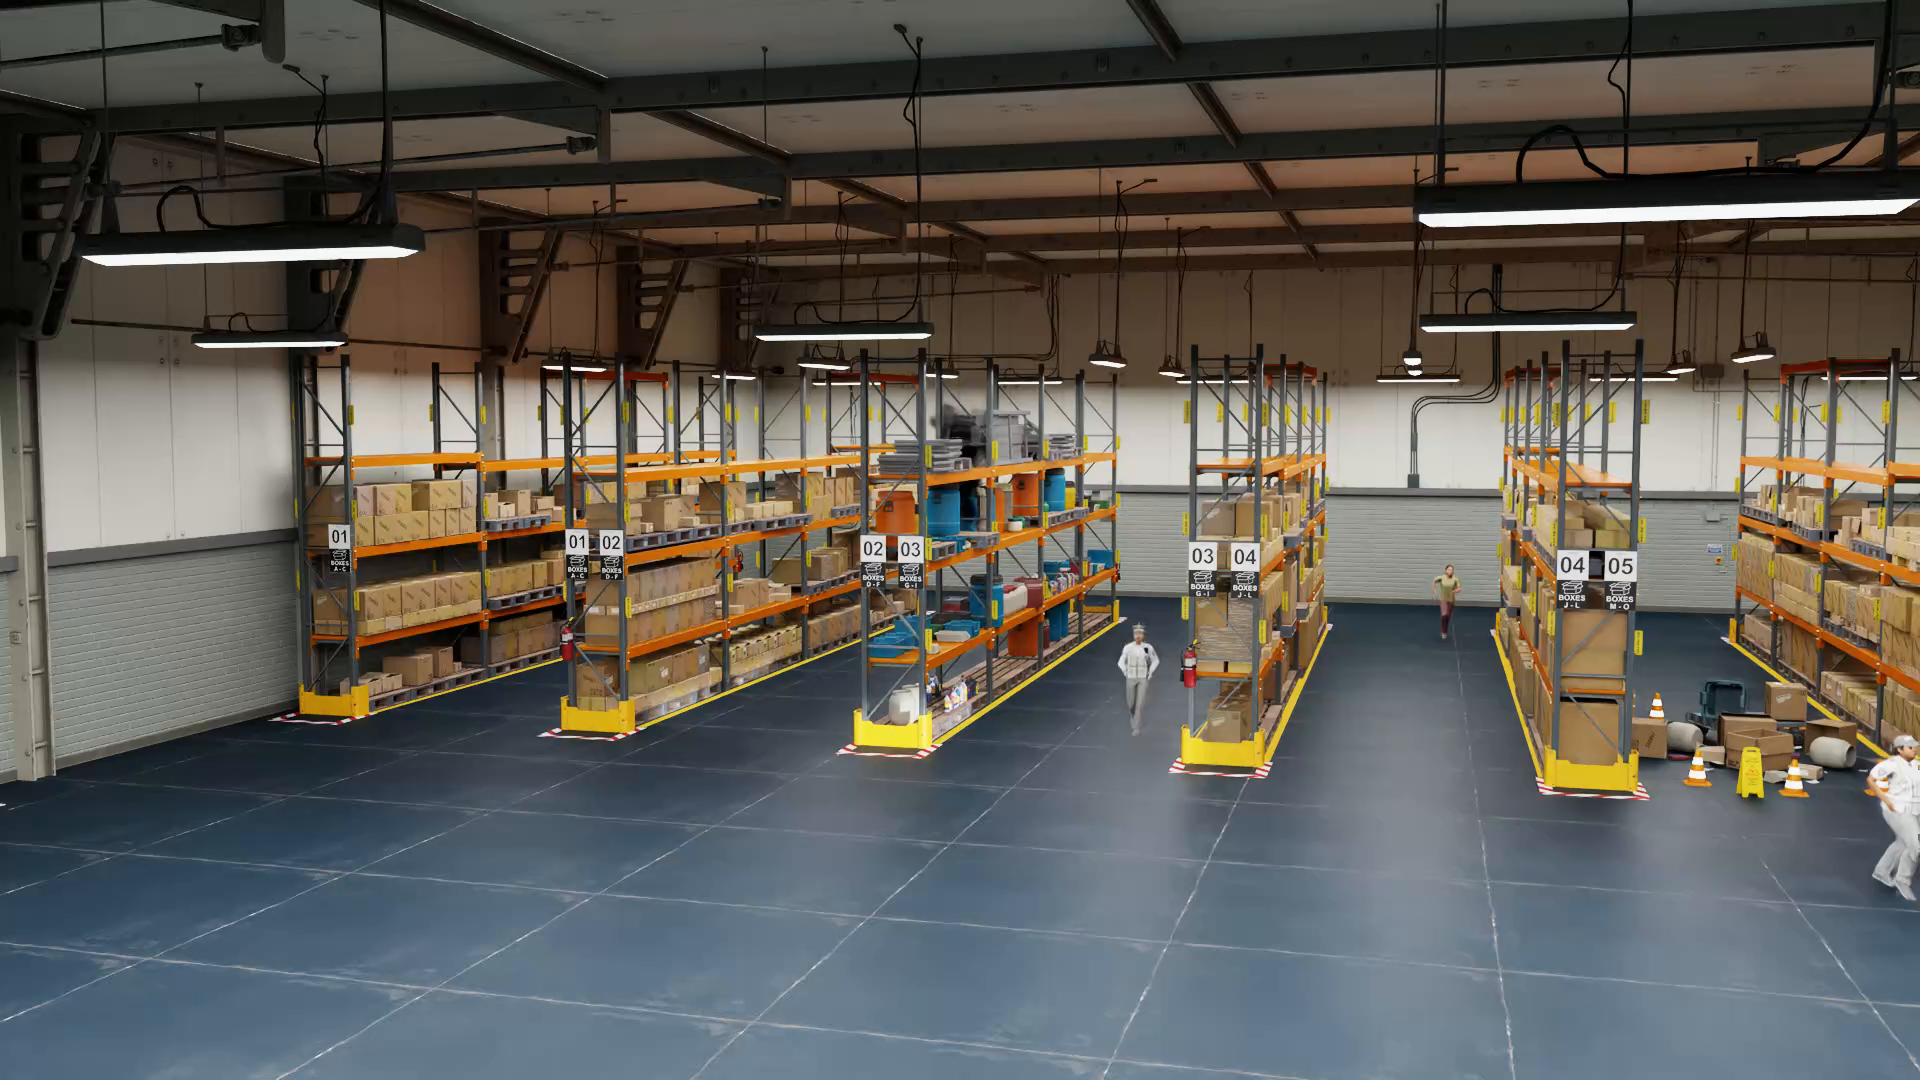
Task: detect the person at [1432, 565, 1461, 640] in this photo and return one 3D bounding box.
[{"bbox_3d":[10.888,1.383,37.215,0.594,1.685,0.770,0,4,6],"label":"person"}]

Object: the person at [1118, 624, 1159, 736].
[{"bbox_3d":[2.711,2.113,25.297,0.619,1.648,0.756,1,4,10],"label":"person"}]

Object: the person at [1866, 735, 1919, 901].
[{"bbox_3d":[9.849,2.885,17.338,0.582,1.719,0.684,-3,5,-32],"label":"person"}]
